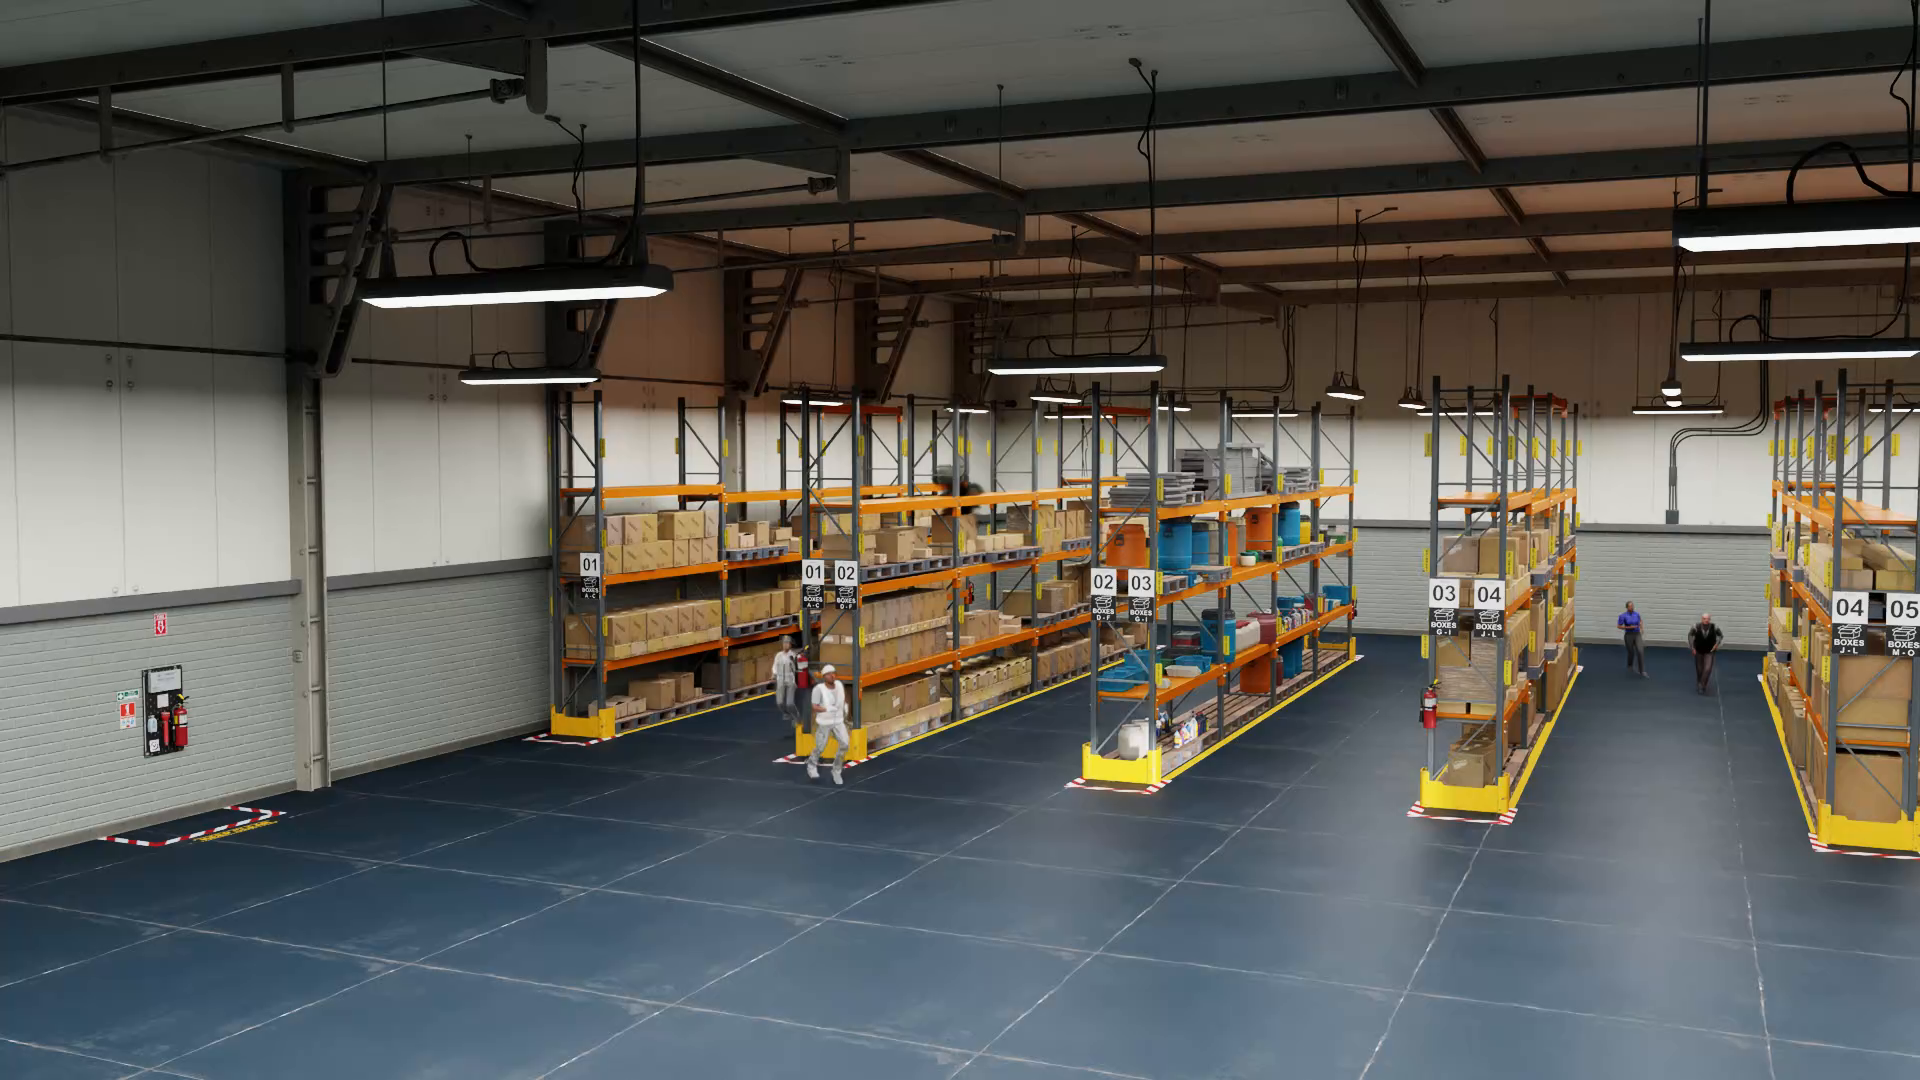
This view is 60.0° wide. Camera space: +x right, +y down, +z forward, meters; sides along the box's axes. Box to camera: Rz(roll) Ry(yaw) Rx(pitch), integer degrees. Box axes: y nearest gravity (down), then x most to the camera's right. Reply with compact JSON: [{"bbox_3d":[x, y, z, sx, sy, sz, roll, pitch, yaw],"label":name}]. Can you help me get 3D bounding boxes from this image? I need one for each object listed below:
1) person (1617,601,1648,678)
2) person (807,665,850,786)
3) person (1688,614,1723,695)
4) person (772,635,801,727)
[{"bbox_3d":[14.777,2.168,36.664,0.594,1.645,0.898,0,3,4],"label":"person"},{"bbox_3d":[-1.927,2.744,24.753,0.697,1.801,0.897,-2,4,-31],"label":"person"},{"bbox_3d":[15.266,2.312,34.096,0.661,1.664,0.878,1,3,17],"label":"person"},{"bbox_3d":[-3.010,2.464,28.831,0.609,1.628,0.524,1,3,14],"label":"person"}]
